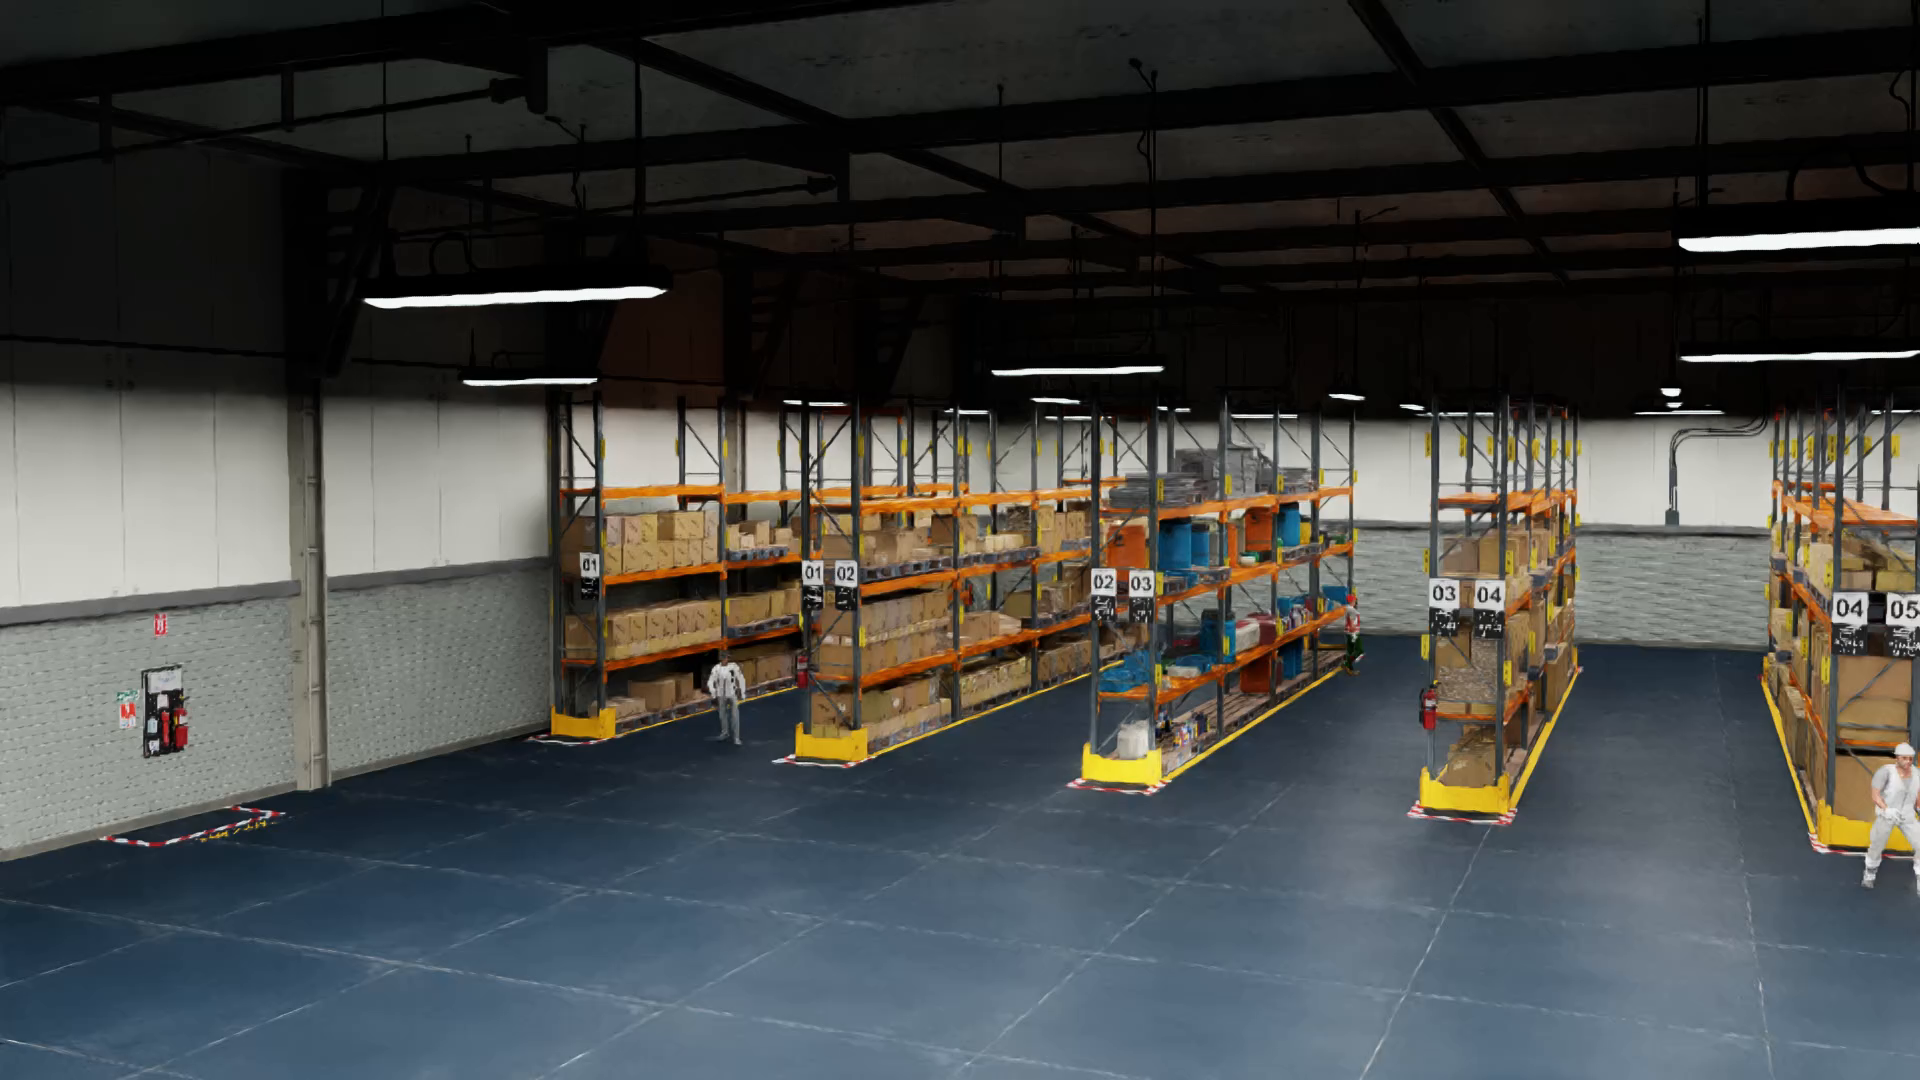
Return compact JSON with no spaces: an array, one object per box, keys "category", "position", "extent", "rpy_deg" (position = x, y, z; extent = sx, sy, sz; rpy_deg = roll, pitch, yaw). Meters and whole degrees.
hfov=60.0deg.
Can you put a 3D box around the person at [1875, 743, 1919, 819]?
[{"category":"person","position":[10.480,2.676,18.549],"extent":[0.411,0.858,0.476],"rpy_deg":[0,3,6]}]

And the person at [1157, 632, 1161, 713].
[{"category":"person","position":[3.628,2.473,30.706],"extent":[0.601,1.651,0.866],"rpy_deg":[2,4,29]}]

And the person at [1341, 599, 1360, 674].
[{"category":"person","position":[8.644,2.100,36.760],"extent":[0.439,1.741,0.563],"rpy_deg":[0,3,0]}]

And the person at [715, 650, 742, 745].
[{"category":"person","position":[-3.909,2.630,28.202],"extent":[0.588,1.607,0.801],"rpy_deg":[0,3,7]}]
